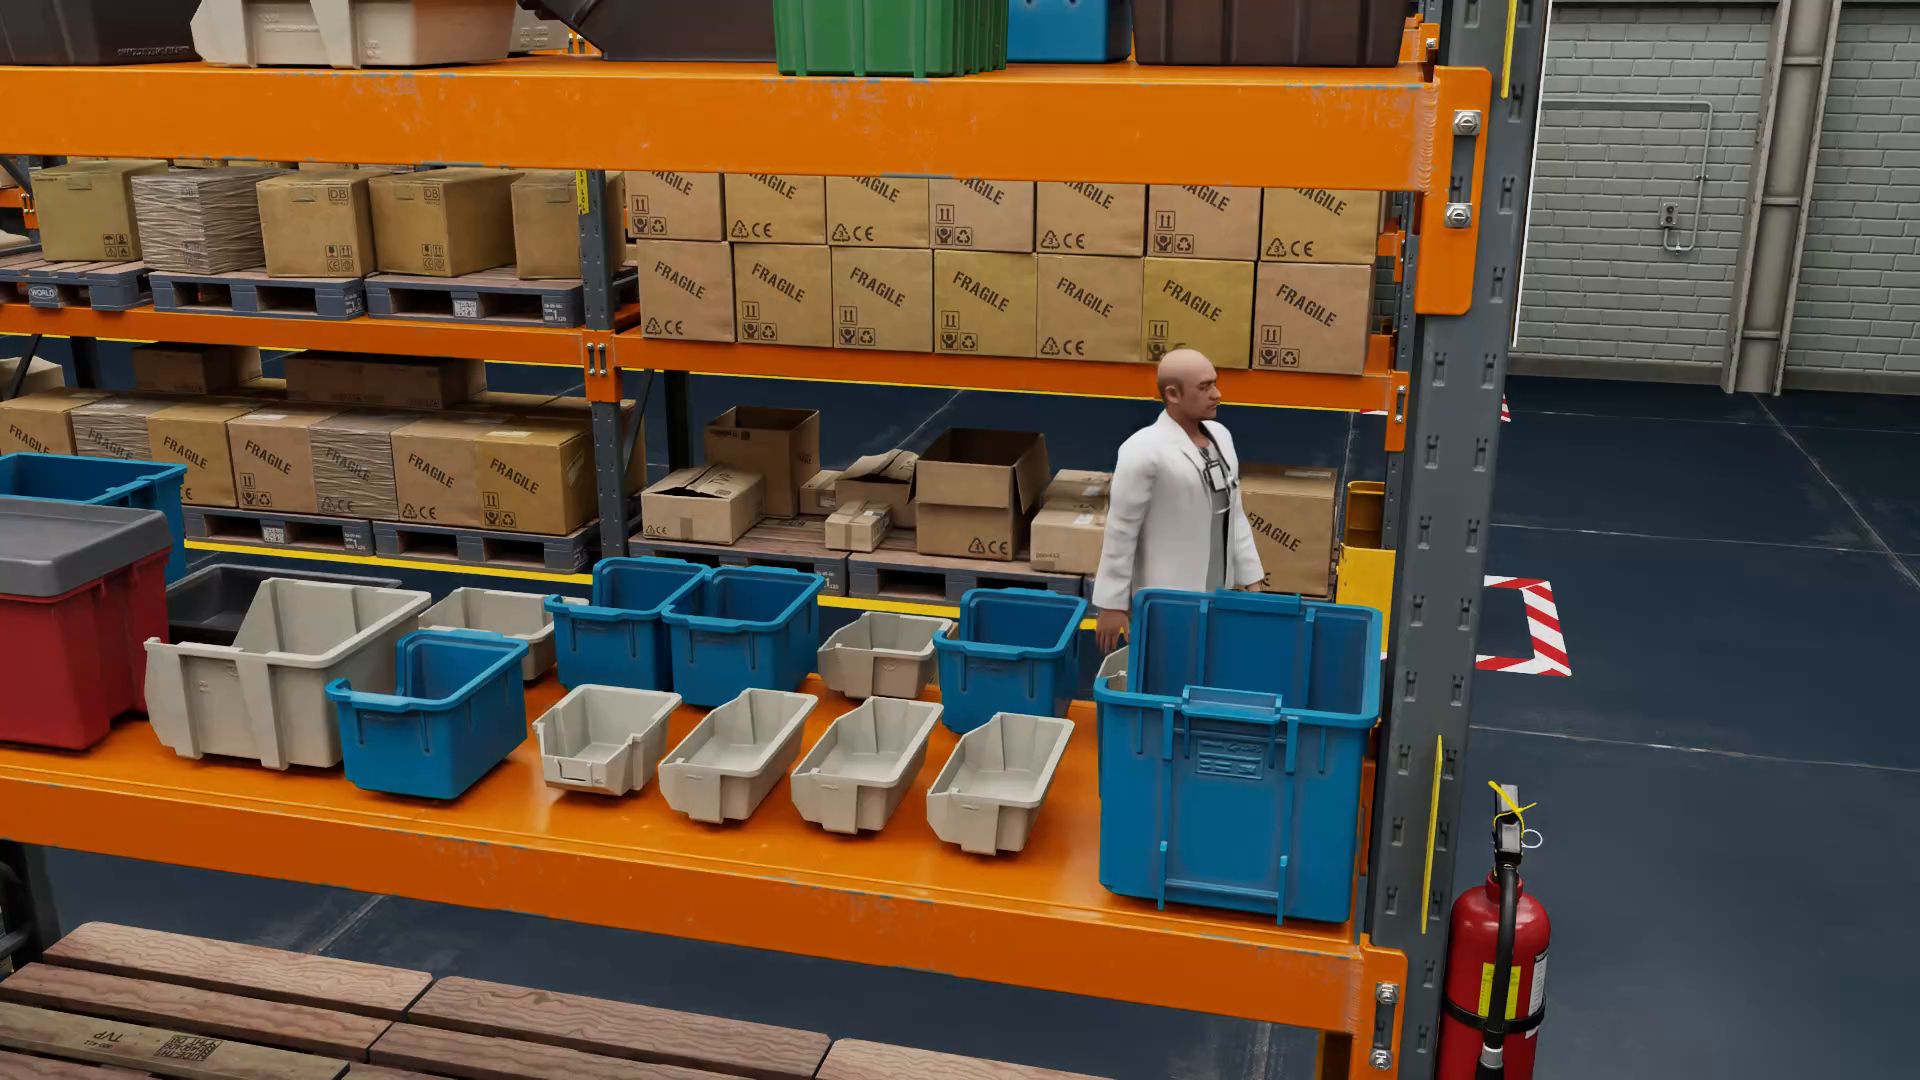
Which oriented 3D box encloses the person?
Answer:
[{"bbox_3d":[0.776,0.241,5.865,0.580,1.845,0.623,15,23,39],"label":"person"}]
